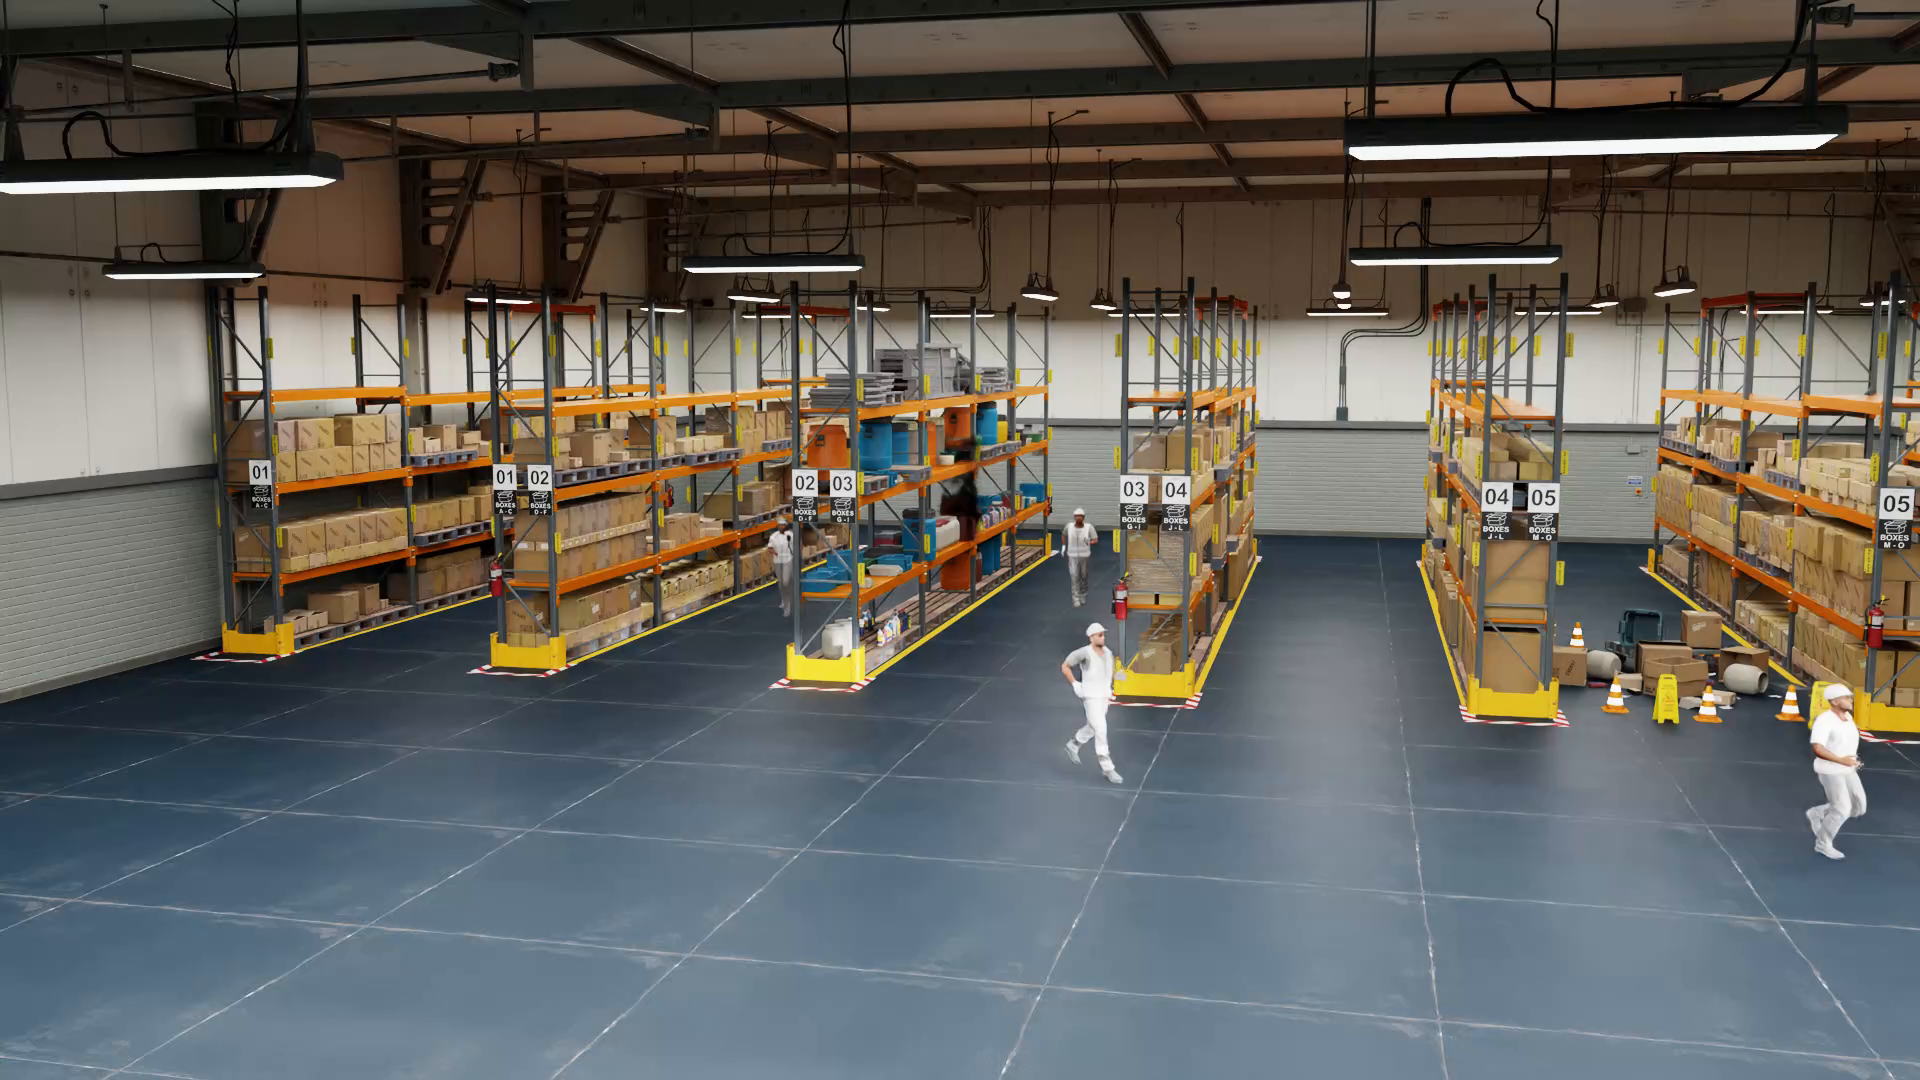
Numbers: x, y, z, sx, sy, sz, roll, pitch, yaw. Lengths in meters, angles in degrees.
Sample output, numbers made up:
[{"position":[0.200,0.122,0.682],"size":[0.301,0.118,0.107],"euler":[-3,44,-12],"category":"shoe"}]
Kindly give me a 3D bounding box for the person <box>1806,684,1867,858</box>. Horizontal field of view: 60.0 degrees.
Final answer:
[{"position":[8.642,2.269,16.400],"size":[0.744,1.726,0.593],"euler":[-5,8,-38],"category":"person"}]

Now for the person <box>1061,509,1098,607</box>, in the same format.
[{"position":[2.184,0.331,30.410],"size":[0.686,1.827,0.906],"euler":[1,7,6],"category":"person"}]

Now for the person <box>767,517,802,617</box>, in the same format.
[{"position":[-3.165,0.476,29.896],"size":[0.582,1.805,0.699],"euler":[1,7,9],"category":"person"}]

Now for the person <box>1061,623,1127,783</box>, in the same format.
[{"position":[1.576,1.865,19.478],"size":[0.642,1.807,0.979],"euler":[-6,9,-44],"category":"person"}]
